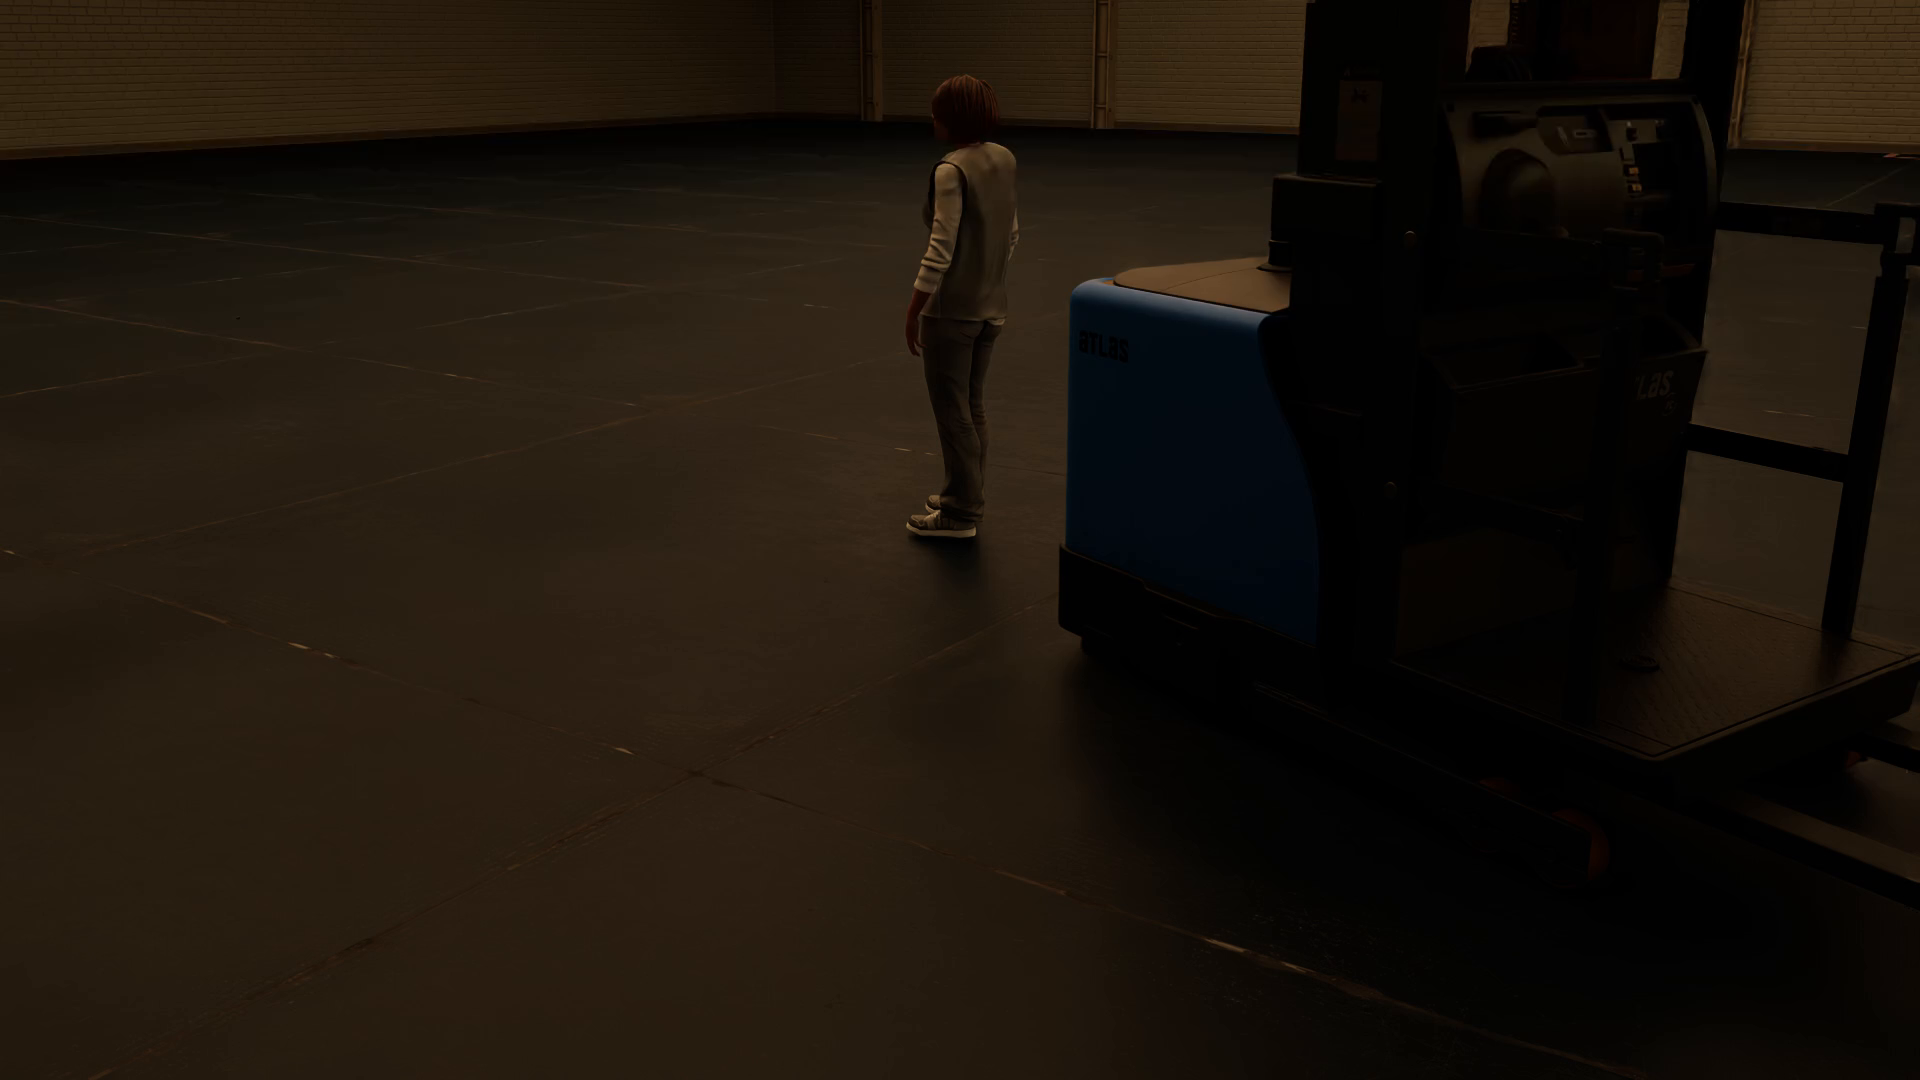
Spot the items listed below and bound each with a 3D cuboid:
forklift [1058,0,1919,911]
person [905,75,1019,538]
[{"bbox_3d":[1.535,-0.827,3.596,1.130,2.935,3.031,-11,20,-33],"label":"forklift"},{"bbox_3d":[-0.053,-0.788,5.769,0.474,1.598,0.519,11,20,33],"label":"person"}]
